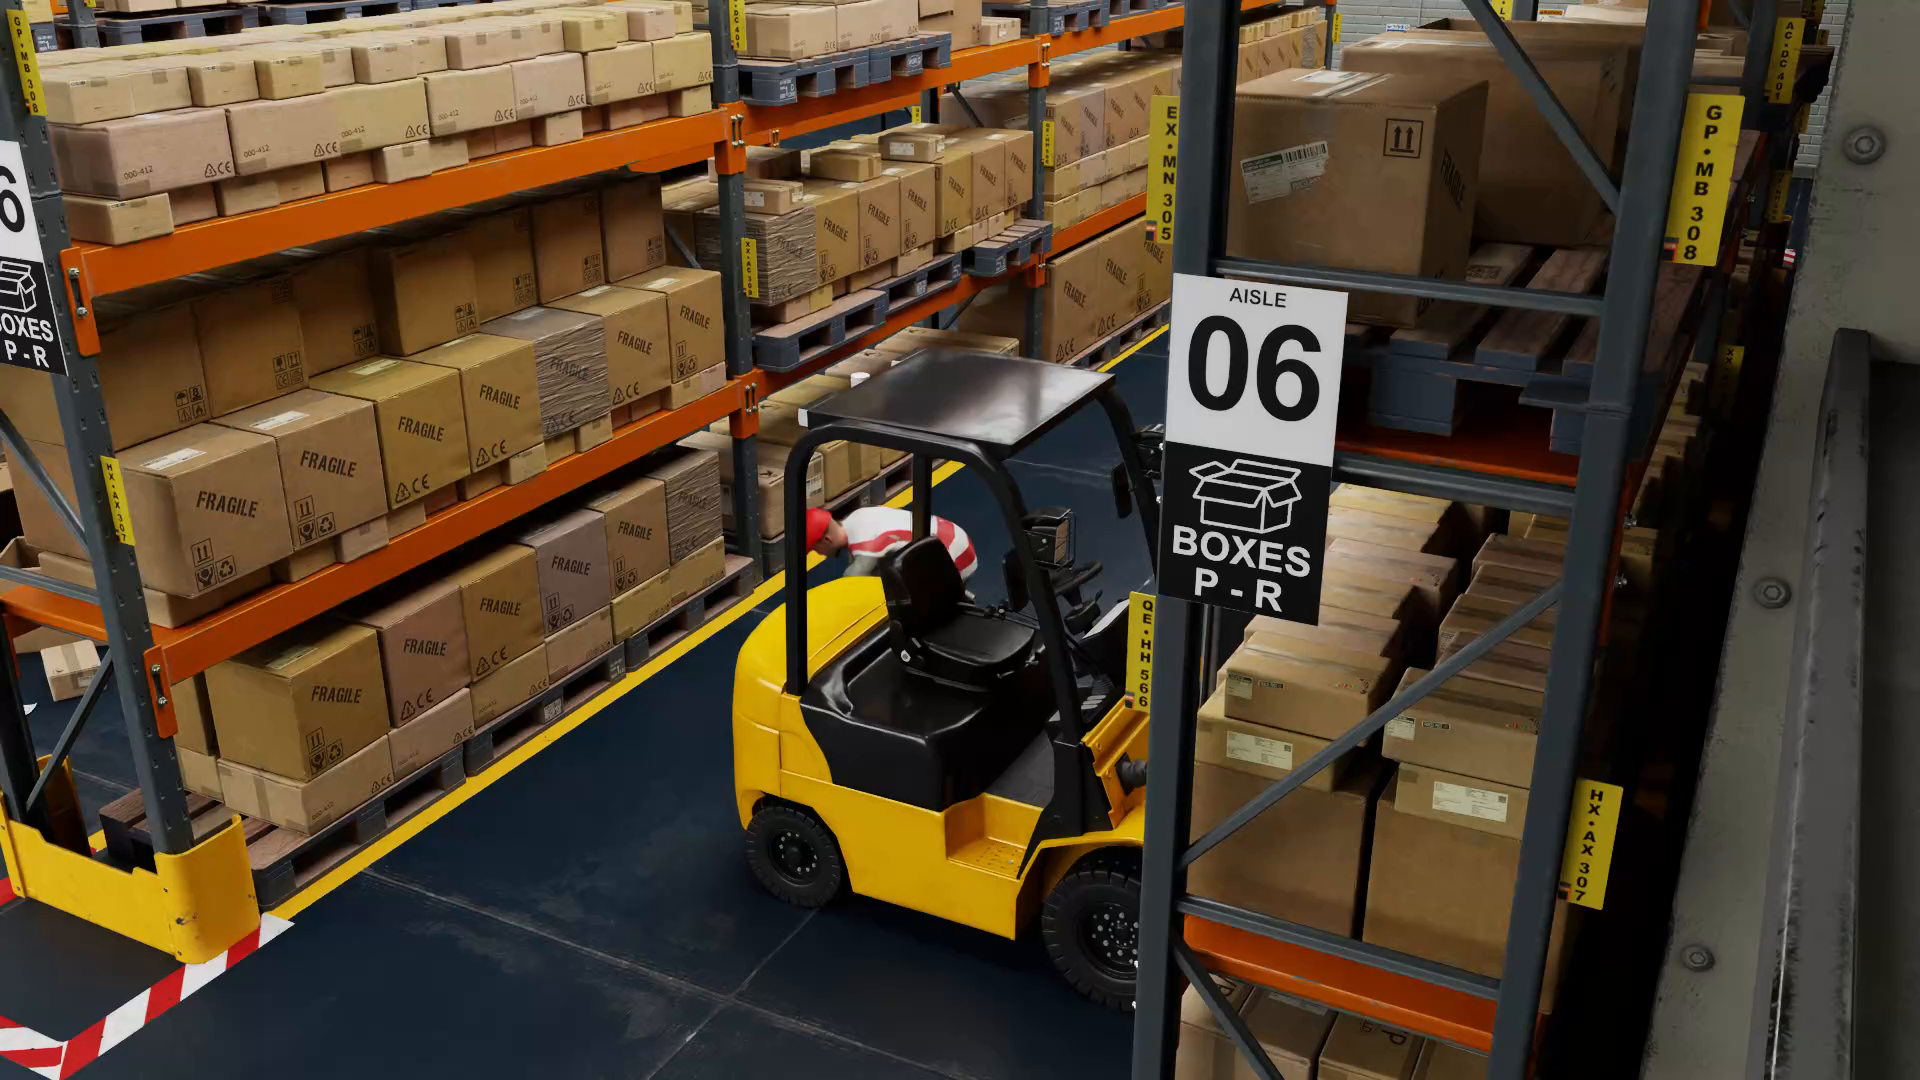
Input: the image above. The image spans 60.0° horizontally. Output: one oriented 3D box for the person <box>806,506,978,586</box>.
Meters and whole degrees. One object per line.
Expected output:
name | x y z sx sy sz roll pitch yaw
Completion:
person | -0.380 0.278 8.672 0.941 0.983 0.534 -2 23 -4
